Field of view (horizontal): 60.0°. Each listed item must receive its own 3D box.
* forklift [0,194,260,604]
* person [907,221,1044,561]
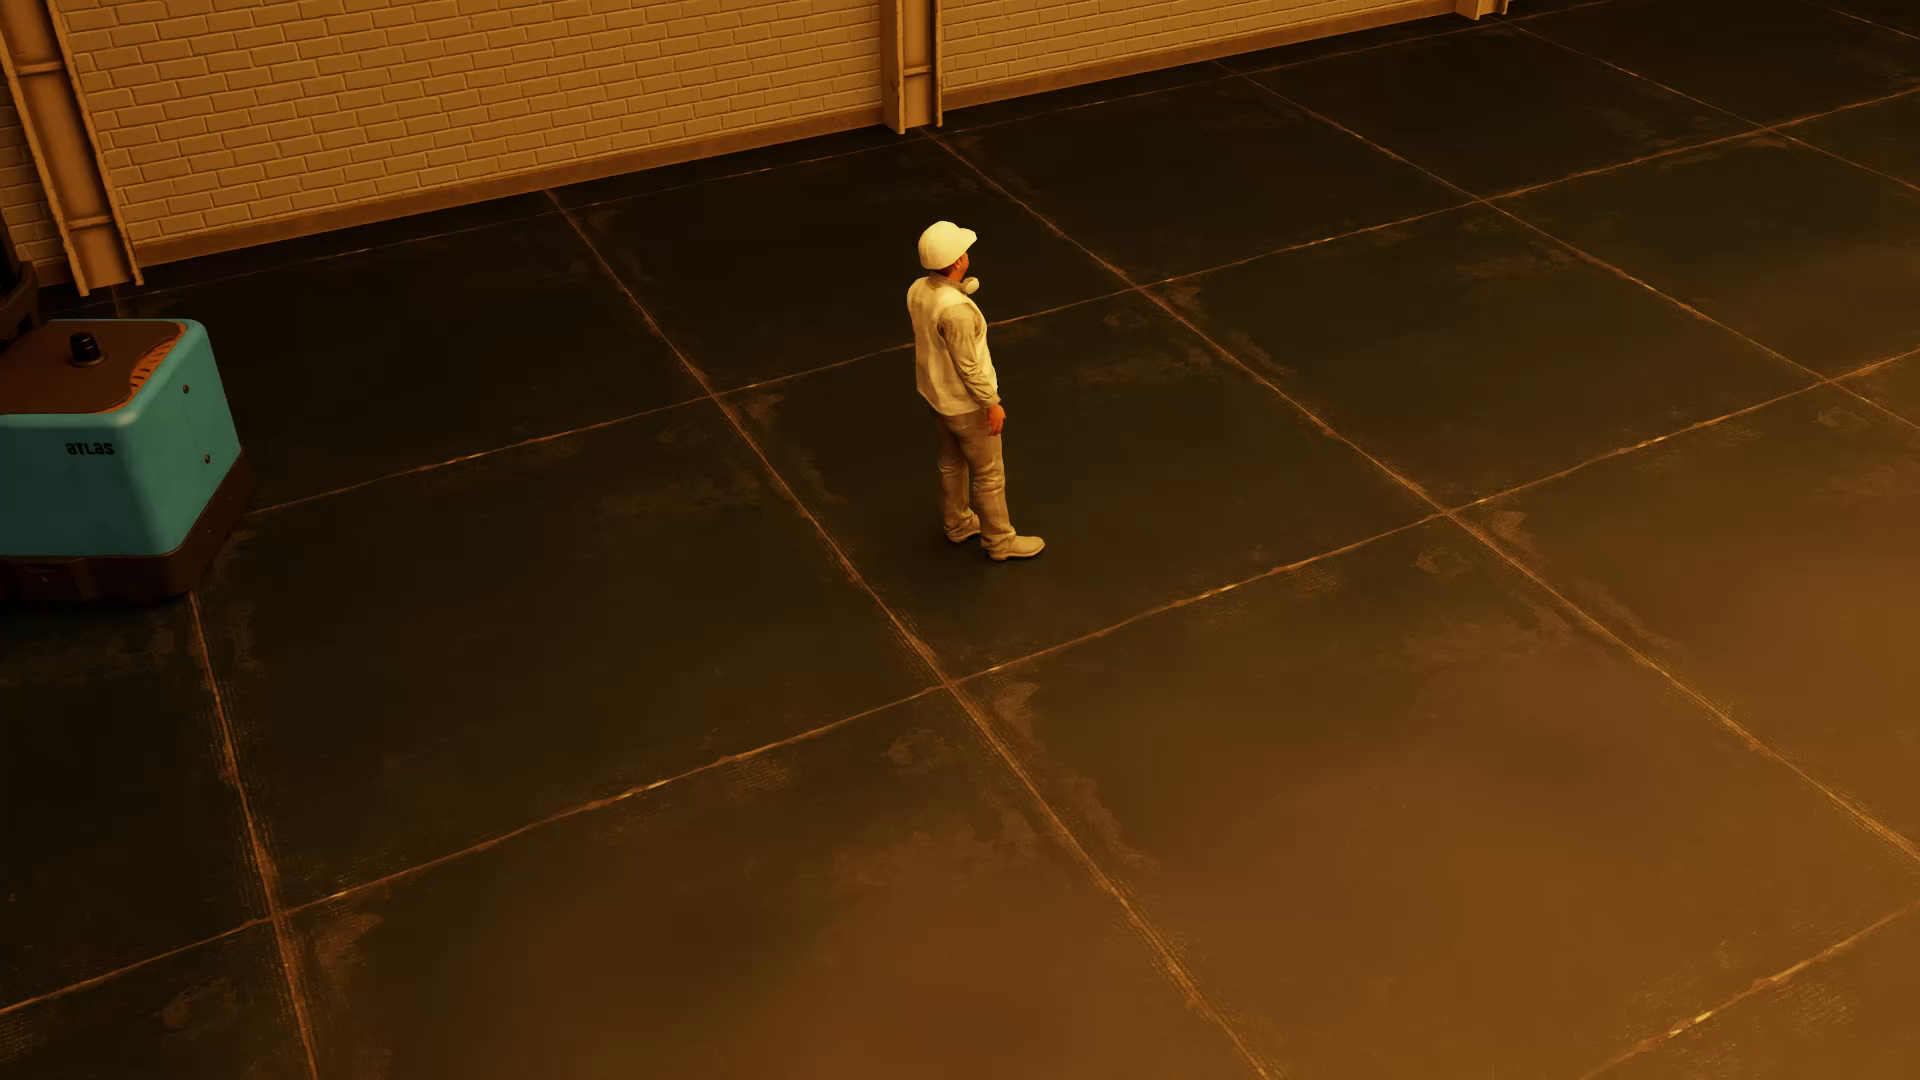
[{"bbox_3d":[-5.271,-1.159,7.762,3.031,2.935,1.130,0,35,0],"label":"forklift"},{"bbox_3d":[0.058,-0.743,8.164,0.568,1.773,0.632,-17,39,-23],"label":"person"}]
